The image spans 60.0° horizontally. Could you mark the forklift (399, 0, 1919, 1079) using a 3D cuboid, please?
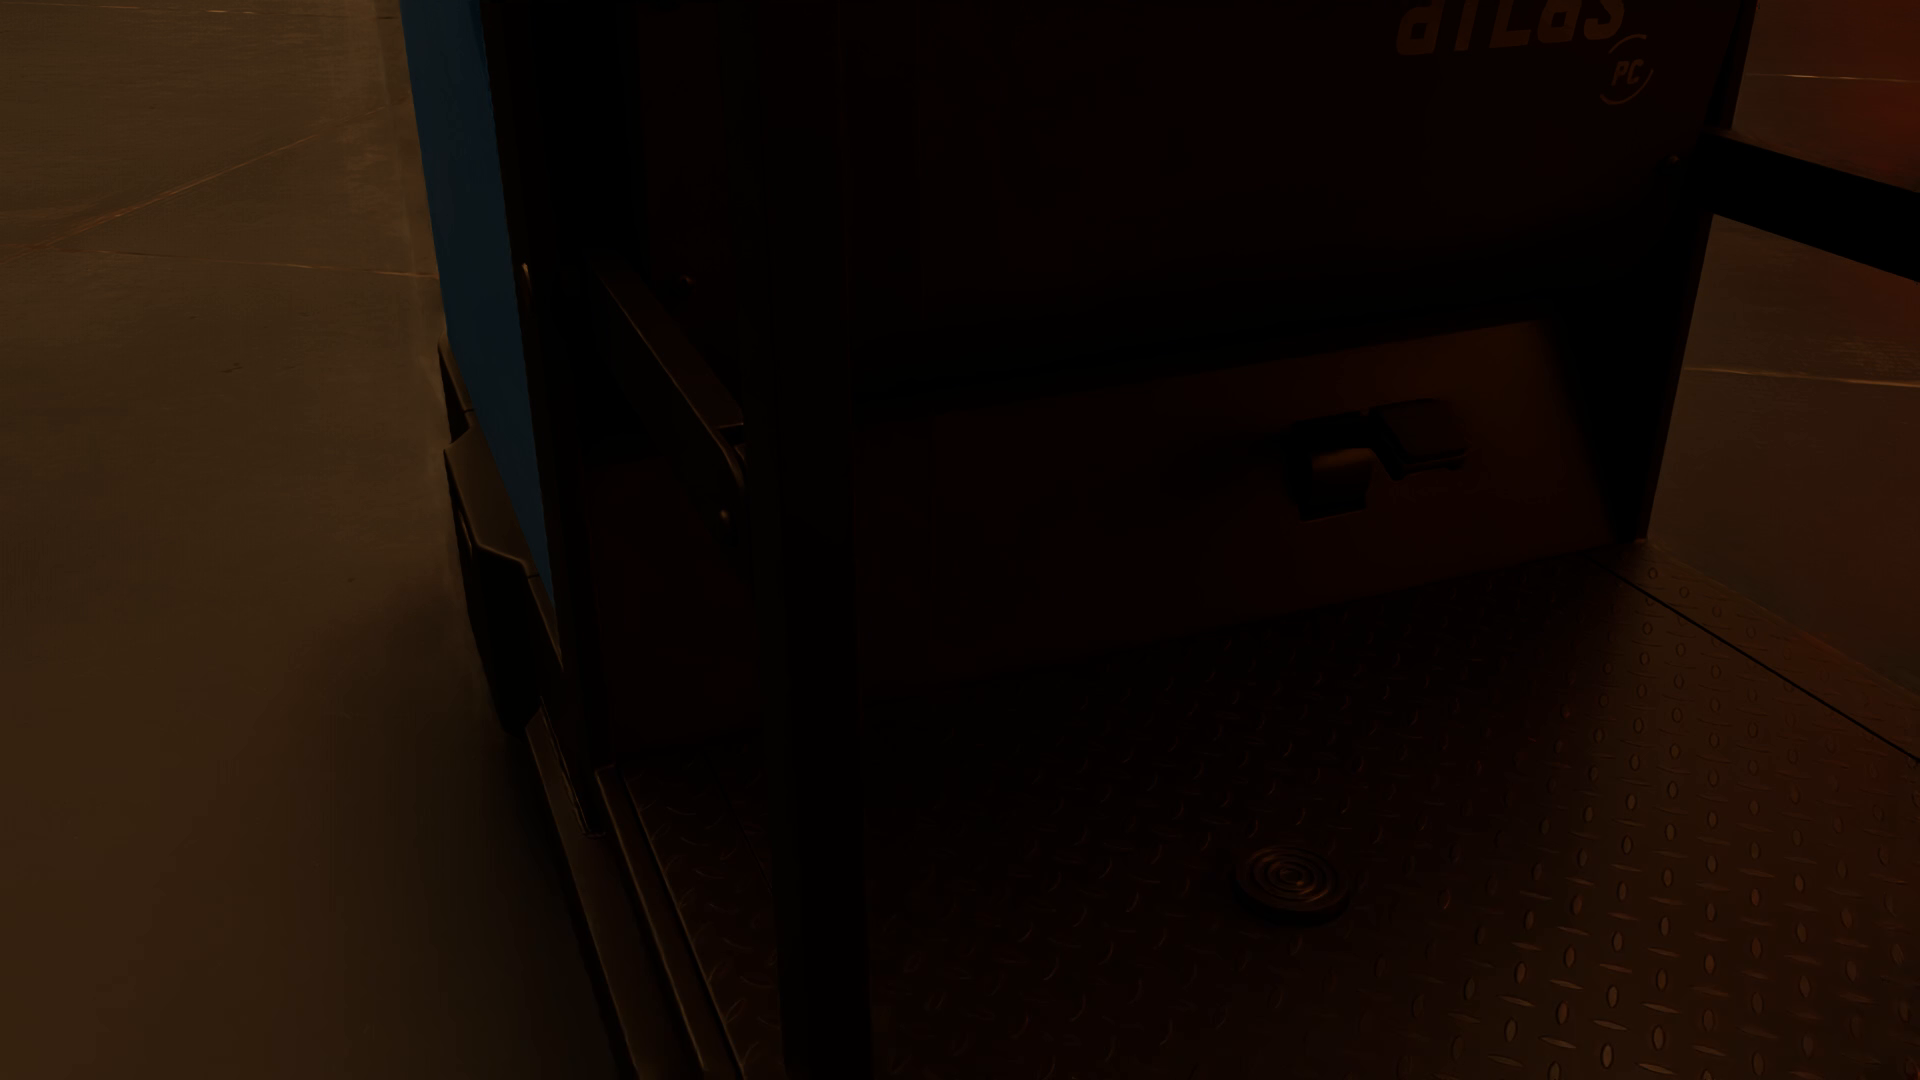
[{"bbox_3d":[0.281,-0.812,0.856,1.130,2.935,3.031,-11,29,-20],"label":"forklift"}]
